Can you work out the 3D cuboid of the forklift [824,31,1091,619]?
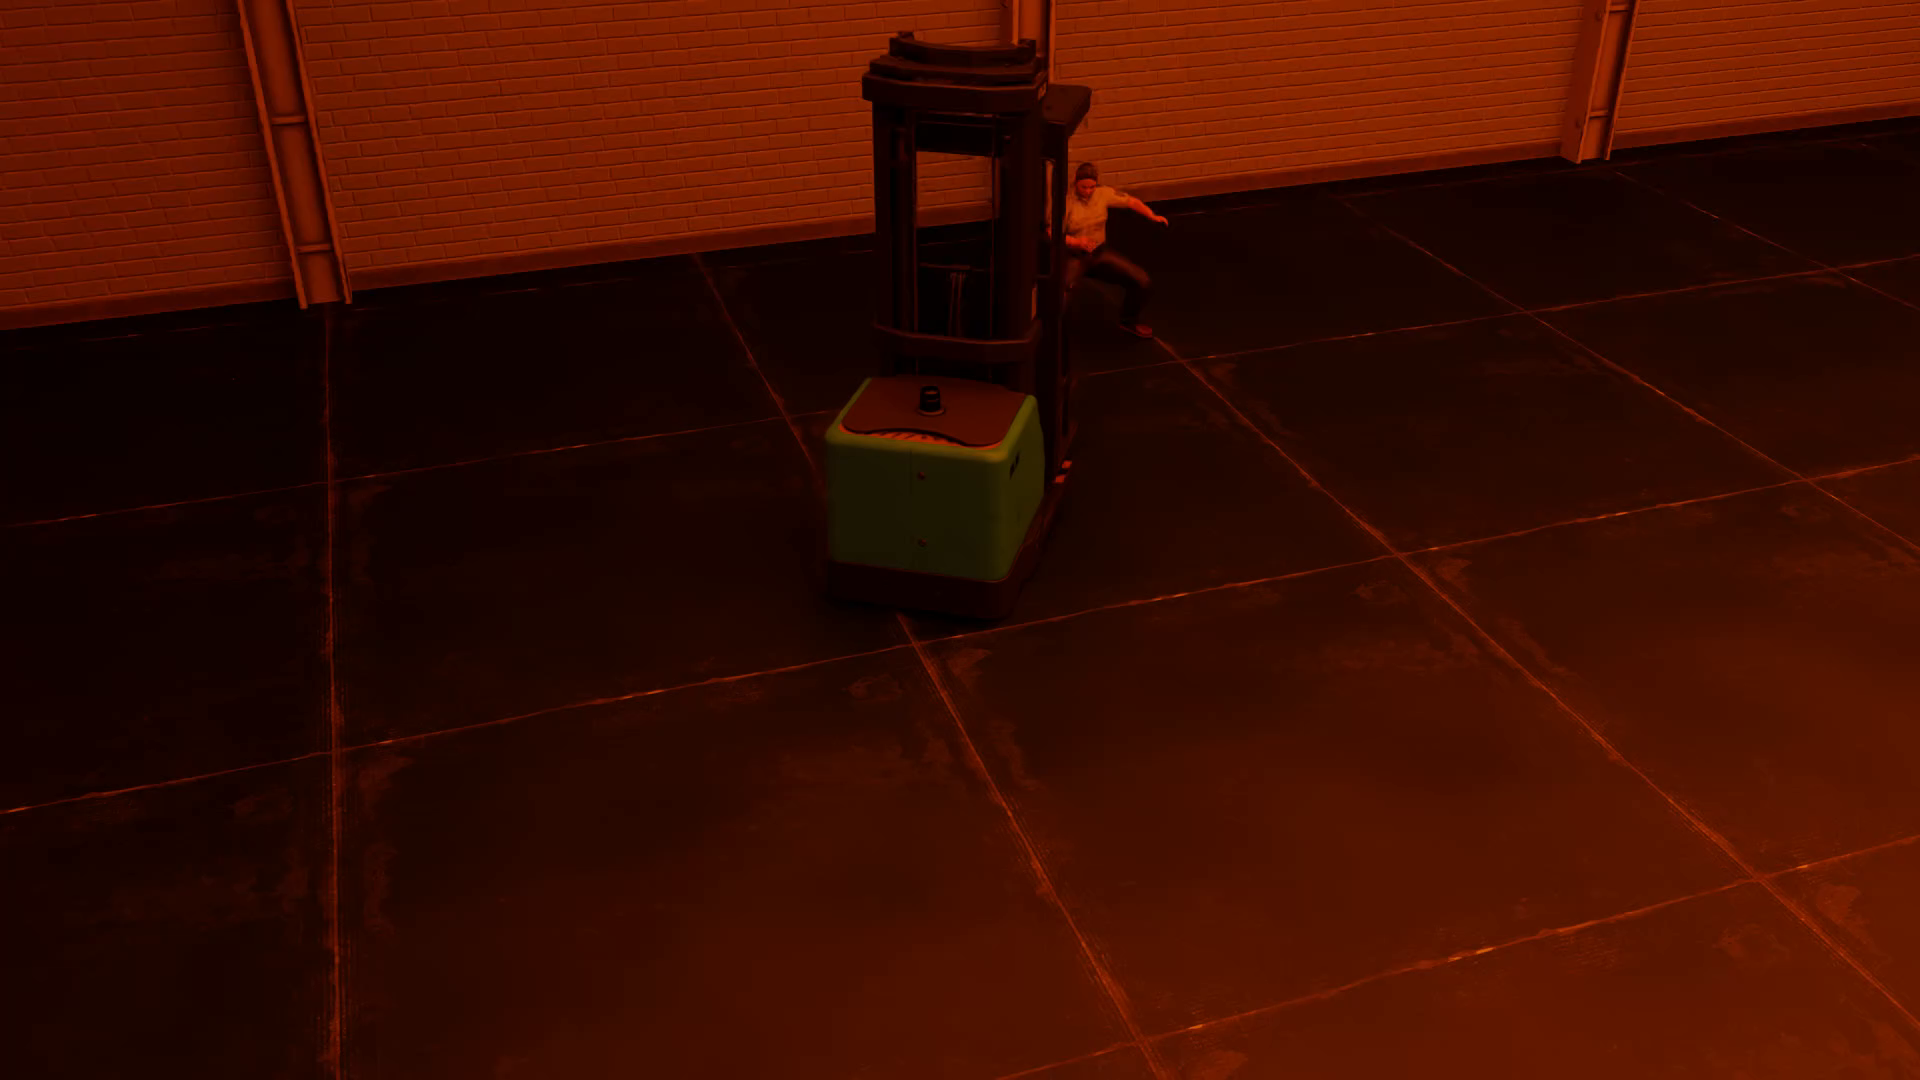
[{"bbox_3d":[0.119,-1.557,9.794,1.130,2.935,3.031,7,31,13],"label":"forklift"}]

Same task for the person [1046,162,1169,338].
[{"bbox_3d":[0.984,-2.043,12.147,1.084,1.425,0.675,-10,31,-17],"label":"person"}]
